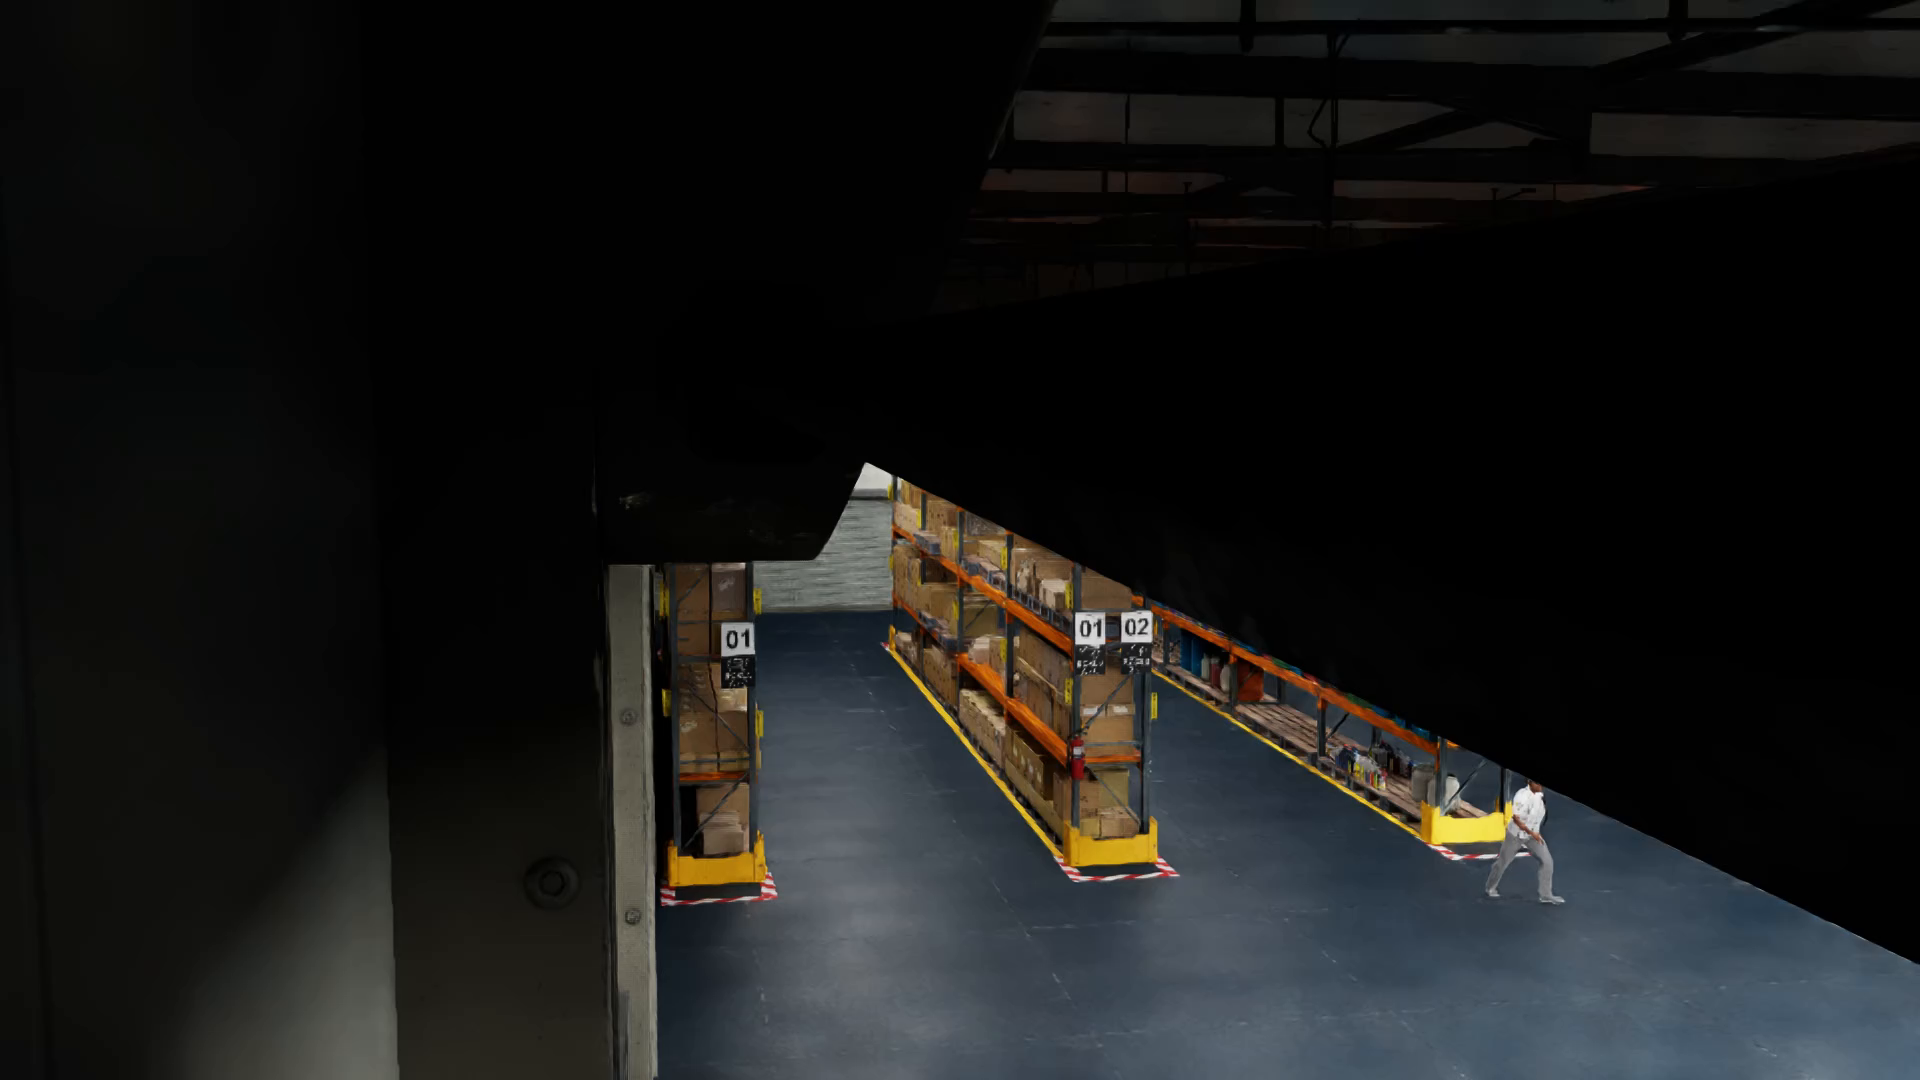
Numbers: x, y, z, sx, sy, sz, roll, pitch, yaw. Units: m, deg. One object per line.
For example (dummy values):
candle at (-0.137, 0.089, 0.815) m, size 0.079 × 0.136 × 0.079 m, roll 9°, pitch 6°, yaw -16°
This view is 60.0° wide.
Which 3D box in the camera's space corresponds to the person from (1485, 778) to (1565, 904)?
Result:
person at (6.603, 3.424, 19.446) m, size 0.621 × 1.606 × 0.828 m, roll -3°, pitch 7°, yaw -27°
